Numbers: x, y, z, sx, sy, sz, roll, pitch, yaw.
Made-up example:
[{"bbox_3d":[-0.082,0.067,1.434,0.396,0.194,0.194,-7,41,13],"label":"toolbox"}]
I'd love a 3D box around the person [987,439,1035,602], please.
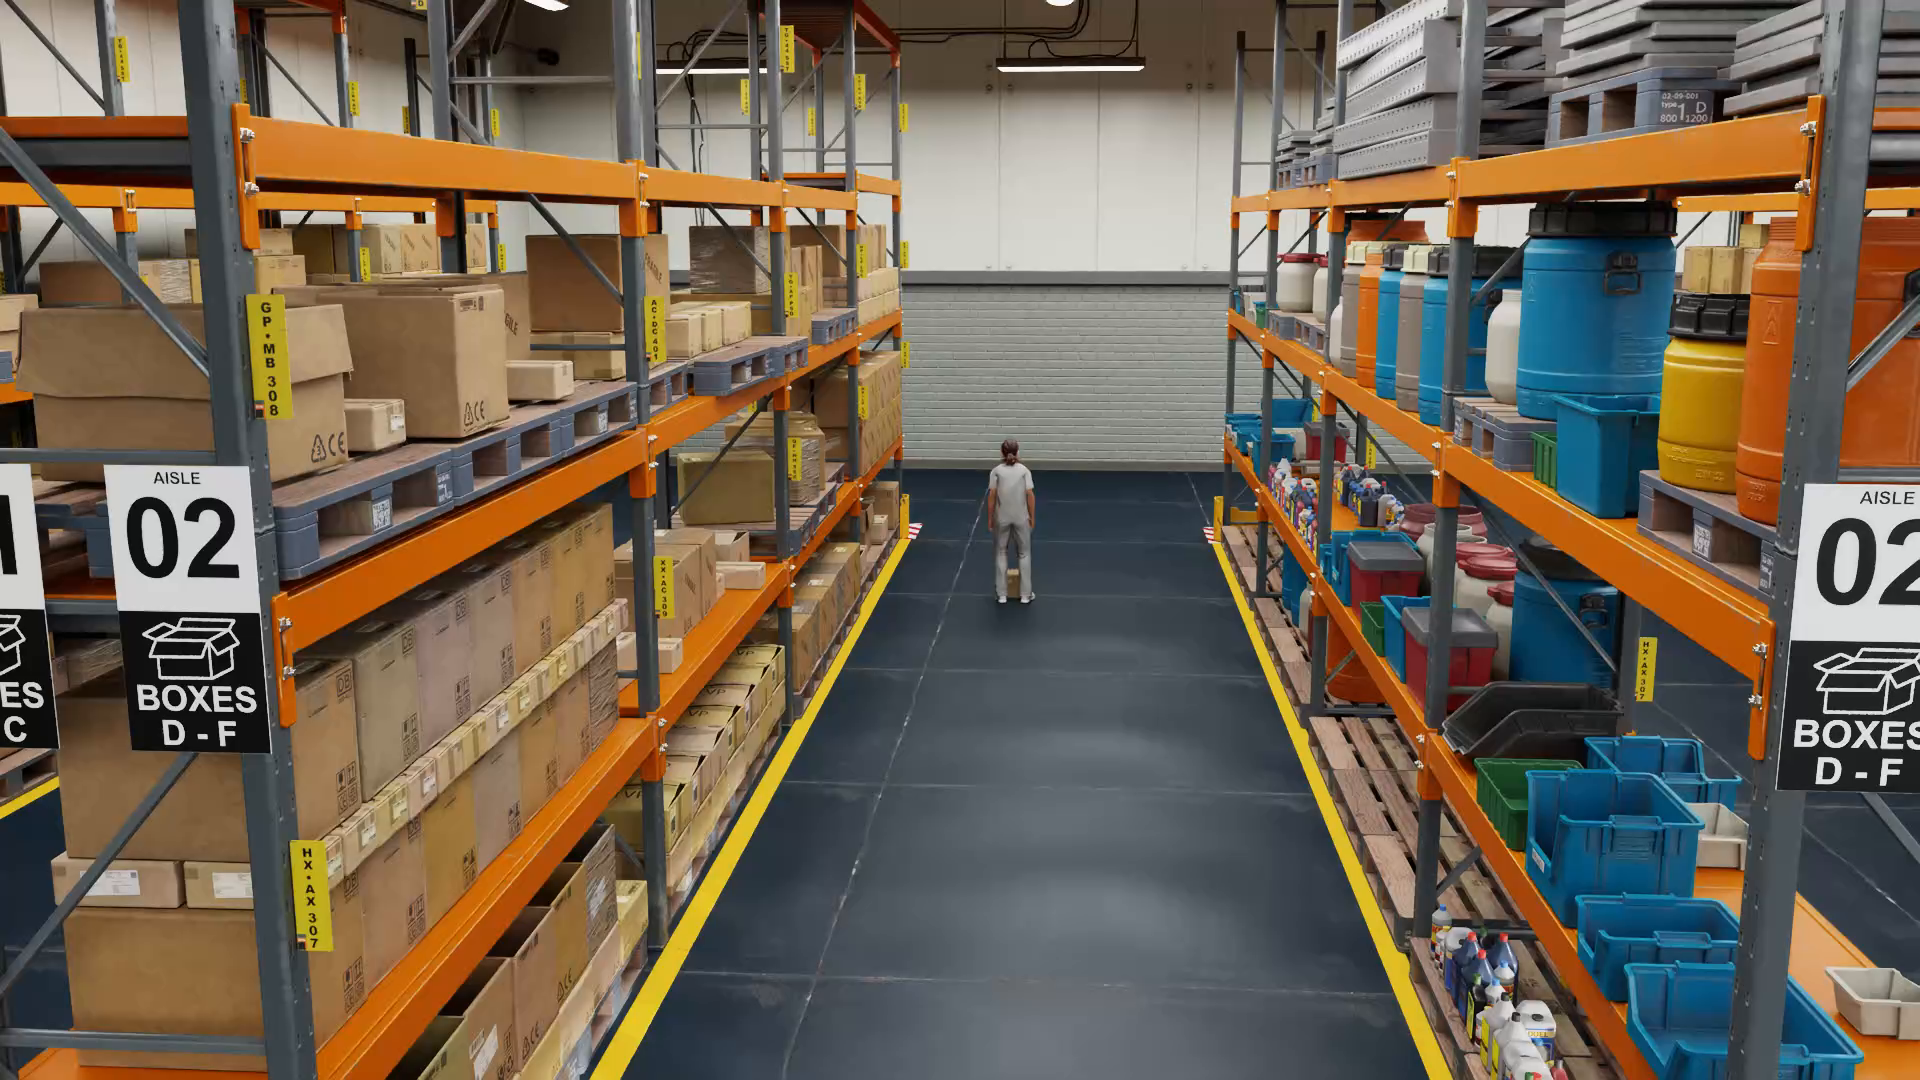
[{"bbox_3d":[0.527,-0.194,16.953,0.498,1.671,0.358,0,11,1],"label":"person"}]
